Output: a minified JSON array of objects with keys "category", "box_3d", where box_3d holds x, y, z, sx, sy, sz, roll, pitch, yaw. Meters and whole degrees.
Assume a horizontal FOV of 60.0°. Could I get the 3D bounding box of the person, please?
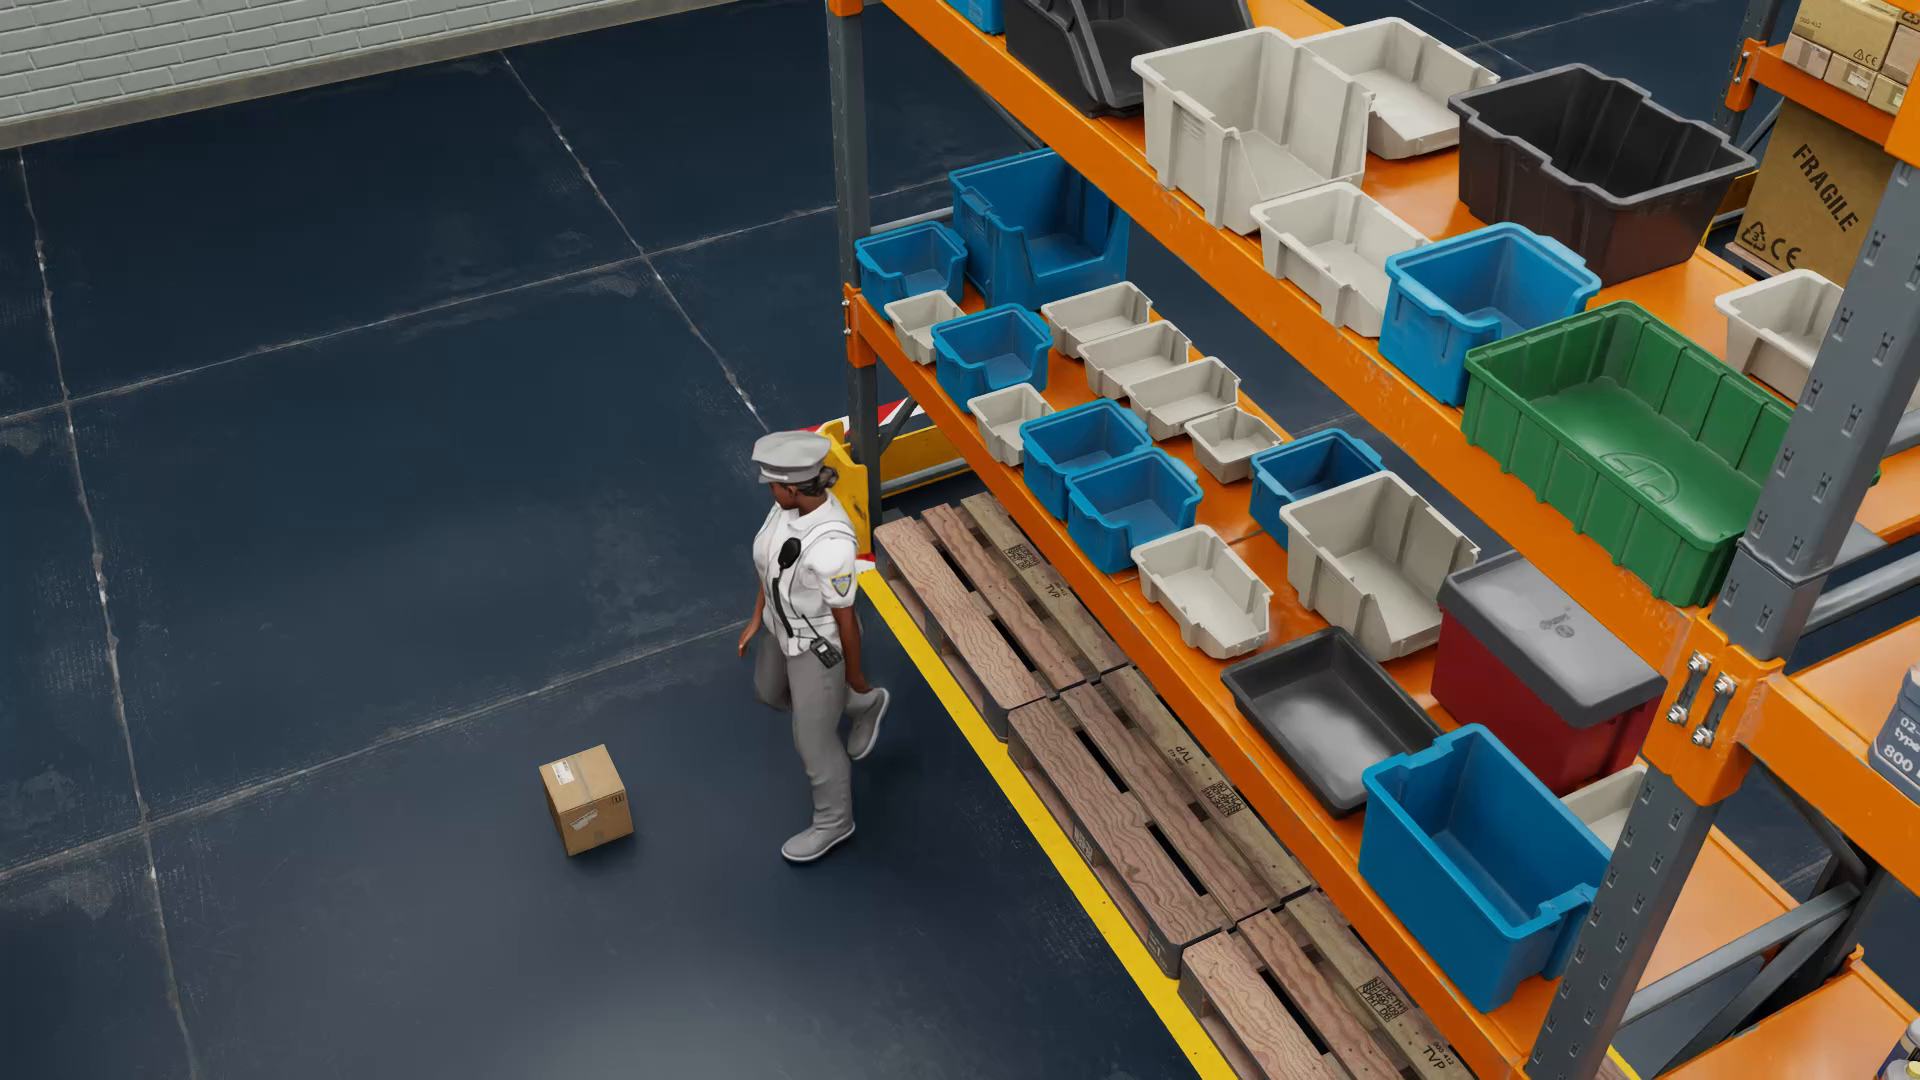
[{"category":"person","box_3d":[-0.473,0.350,5.803,0.597,1.640,0.513,-19,44,-20]}]
